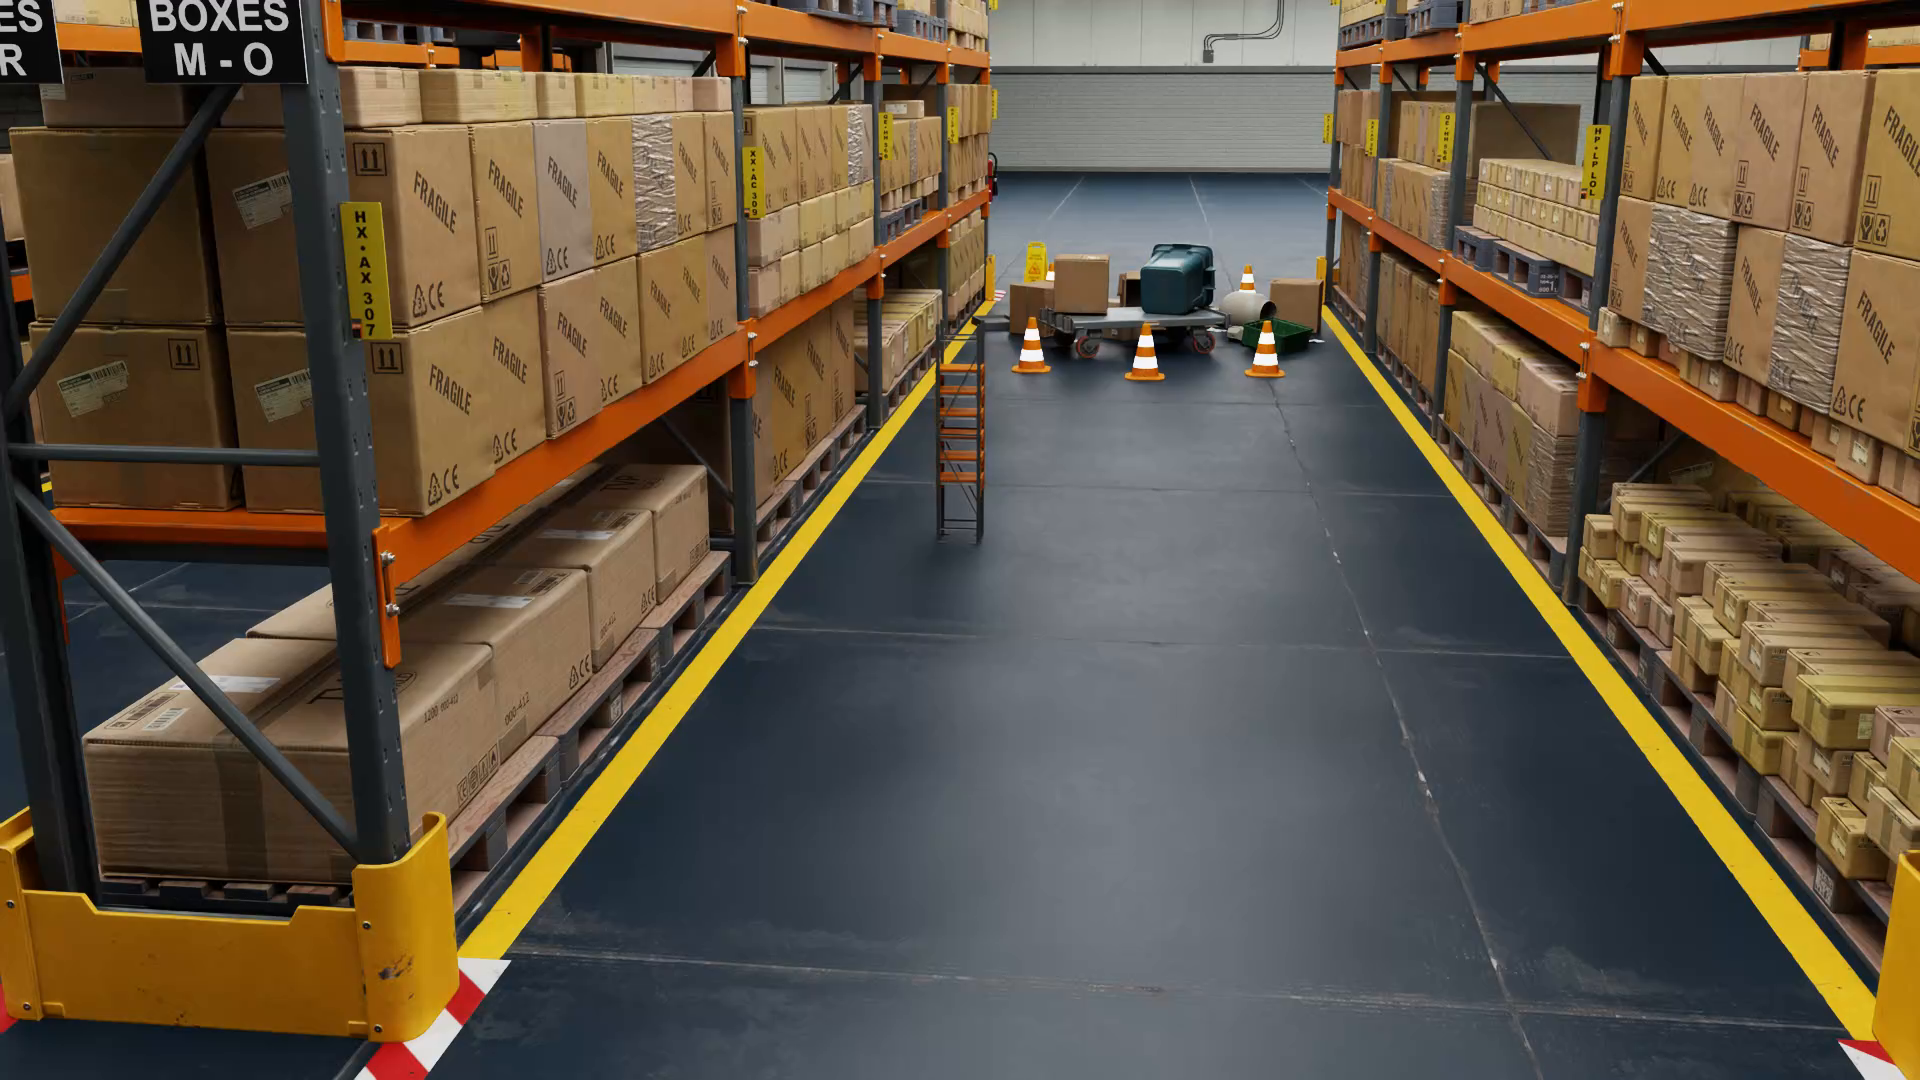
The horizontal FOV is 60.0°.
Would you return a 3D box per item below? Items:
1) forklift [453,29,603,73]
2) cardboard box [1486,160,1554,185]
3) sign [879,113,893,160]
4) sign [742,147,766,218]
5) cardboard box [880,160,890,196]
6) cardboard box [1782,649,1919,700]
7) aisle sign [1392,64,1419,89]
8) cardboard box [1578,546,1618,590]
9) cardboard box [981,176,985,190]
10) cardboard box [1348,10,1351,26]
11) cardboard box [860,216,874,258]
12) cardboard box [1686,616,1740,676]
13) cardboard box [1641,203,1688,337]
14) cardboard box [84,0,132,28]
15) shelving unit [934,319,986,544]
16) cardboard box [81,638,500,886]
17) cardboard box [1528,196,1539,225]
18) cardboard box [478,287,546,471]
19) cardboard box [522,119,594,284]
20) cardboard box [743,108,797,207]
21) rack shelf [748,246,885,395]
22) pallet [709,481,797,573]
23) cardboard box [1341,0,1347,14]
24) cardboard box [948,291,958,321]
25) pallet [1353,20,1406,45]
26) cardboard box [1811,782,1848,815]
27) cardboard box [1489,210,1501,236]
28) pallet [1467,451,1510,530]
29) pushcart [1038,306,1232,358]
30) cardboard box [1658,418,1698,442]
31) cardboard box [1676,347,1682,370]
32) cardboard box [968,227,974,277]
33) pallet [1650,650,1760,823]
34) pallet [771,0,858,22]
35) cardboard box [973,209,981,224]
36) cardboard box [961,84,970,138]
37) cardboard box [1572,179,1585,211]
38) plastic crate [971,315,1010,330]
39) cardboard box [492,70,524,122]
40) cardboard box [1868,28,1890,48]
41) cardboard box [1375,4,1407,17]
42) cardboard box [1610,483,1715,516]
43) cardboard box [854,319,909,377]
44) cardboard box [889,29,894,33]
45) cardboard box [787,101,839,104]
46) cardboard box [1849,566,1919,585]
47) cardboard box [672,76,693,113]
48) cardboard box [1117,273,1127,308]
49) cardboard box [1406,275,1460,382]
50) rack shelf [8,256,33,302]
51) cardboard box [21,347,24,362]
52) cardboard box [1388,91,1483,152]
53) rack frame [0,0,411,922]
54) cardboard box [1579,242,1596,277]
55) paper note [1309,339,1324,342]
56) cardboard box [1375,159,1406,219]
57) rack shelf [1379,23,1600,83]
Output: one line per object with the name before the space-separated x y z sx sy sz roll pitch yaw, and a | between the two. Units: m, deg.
forklift | -3.021 -2.221 11.761 1.130 2.935 3.031 -5 16 -18
cardboard box | 3.587 -2.345 10.627 0.380 0.149 0.250 1 15 5
sign | -0.518 -2.824 11.640 0.100 0.325 0.005 2 15 6
sign | -0.970 -1.683 7.830 0.100 0.325 0.005 2 15 6
cardboard box | -0.789 -2.785 12.148 0.500 0.500 0.500 1 15 5
cardboard box | 2.845 0.456 5.247 0.380 0.149 0.250 1 15 4
aisle sign | 5.068 -5.500 18.776 0.394 0.787 0.004 2 15 6
cardboard box | 3.048 0.135 7.573 0.380 0.149 0.250 1 15 4
cardboard box | 0.084 -4.062 18.918 0.380 0.149 0.250 2 15 6
cardboard box | 4.320 -5.537 17.631 0.380 0.149 0.250 2 15 7
cardboard box | -0.869 -2.069 11.355 0.500 0.250 0.500 1 15 4
cardboard box | 2.886 0.391 6.057 0.380 0.149 0.250 2 15 7
cardboard box | 3.053 -1.066 6.595 0.500 0.500 0.500 2 15 6
cardboard box | -5.875 -3.531 11.013 0.500 0.250 0.500 2 15 6
shelving unit | 0.002 -0.583 9.019 0.258 1.200 0.189 2 15 6
cardboard box | -1.998 0.655 5.099 0.875 0.438 0.875 1 15 4
cardboard box | 3.435 -1.862 9.409 0.380 0.149 0.250 2 15 8
cardboard box | -1.604 -0.502 5.080 0.500 0.500 0.500 1 15 5
cardboard box | -1.534 -1.120 5.452 0.500 0.500 0.500 2 15 6
cardboard box | -1.156 -2.012 8.750 0.500 0.500 0.500 2 15 6
rack shelf | -1.296 -1.414 10.024 1.077 0.370 4.000 2 15 6
pallet | -1.509 -0.099 9.124 1.003 0.211 1.213 2 15 6
cardboard box | 4.453 -5.888 18.166 0.500 0.250 0.500 2 15 6
cardboard box | -0.284 -2.338 16.526 0.500 0.250 0.500 1 15 4
pallet | 4.554 -5.131 16.814 1.003 0.211 1.213 2 15 6
cardboard box | 2.853 0.809 5.080 0.380 0.149 0.250 2 15 6
cardboard box | 3.548 -1.993 10.461 0.380 0.149 0.250 2 15 9
pallet | 3.630 -0.297 9.854 1.003 0.211 1.213 2 15 6
pushcart | 1.652 -1.998 15.827 1.648 0.377 0.936 -4 16 -13
cardboard box | 3.754 -0.665 8.423 0.500 0.250 0.500 1 15 4
cardboard box | 3.081 -0.728 6.589 0.380 0.149 0.250 1 15 4
cardboard box | -0.118 -3.111 17.947 0.500 0.500 0.500 1 15 5
pallet | 3.232 0.715 6.112 1.003 0.211 1.213 2 15 6
pallet | -1.213 -3.178 9.786 1.003 0.211 1.213 2 15 9
cardboard box | 0.027 -3.593 18.487 0.380 0.149 0.250 2 15 8
cardboard box | -0.274 -4.232 16.389 0.700 0.500 0.500 2 15 7
cardboard box | 3.320 -1.738 8.382 0.380 0.149 0.250 1 15 4
plastic crate | 0.373 -2.291 17.483 0.402 0.080 0.583 -4 16 -13
cardboard box | -1.544 -1.336 5.008 0.380 0.149 0.250 1 15 4
cardboard box | 9.202 -4.924 16.167 0.500 0.250 0.500 2 15 8
cardboard box | 4.063 -4.945 15.442 0.380 0.149 0.250 2 15 7
cardboard box | 3.164 -0.154 7.502 0.380 0.149 0.250 2 15 9
cardboard box | -0.921 -1.552 13.386 0.950 0.372 0.625 1 15 5
cardboard box | -0.770 -4.798 15.895 0.380 0.149 0.250 2 15 7
cardboard box | -1.166 -3.421 13.257 0.380 0.149 0.250 1 15 4
cardboard box | 3.553 0.203 6.181 0.380 0.149 0.250 1 15 4
cardboard box | -1.378 -1.933 7.213 0.380 0.149 0.250 2 15 8
cardboard box | 2.150 -2.620 17.887 0.797 0.503 0.637 -10 18 -32
cardboard box | 4.113 -1.660 13.059 1.050 0.750 0.750 2 15 7
rack shelf | -6.228 -1.560 10.561 1.077 0.370 4.000 2 15 6
cardboard box | -6.064 -1.123 10.310 0.380 0.149 0.250 2 15 8
cardboard box | 4.387 -3.887 15.433 0.875 0.550 0.550 2 15 6
rack frame | -1.973 -0.205 4.175 1.000 3.000 0.127 2 15 6
cardboard box | 3.285 -1.381 8.200 0.380 0.149 0.250 2 15 7
paper note | 3.487 -1.966 16.374 0.147 0.020 0.142 -10 18 -32
cardboard box | 3.984 -3.118 14.755 0.500 0.500 0.500 2 15 7
rack shelf | 4.085 -3.780 13.027 1.077 0.370 4.000 2 15 6
